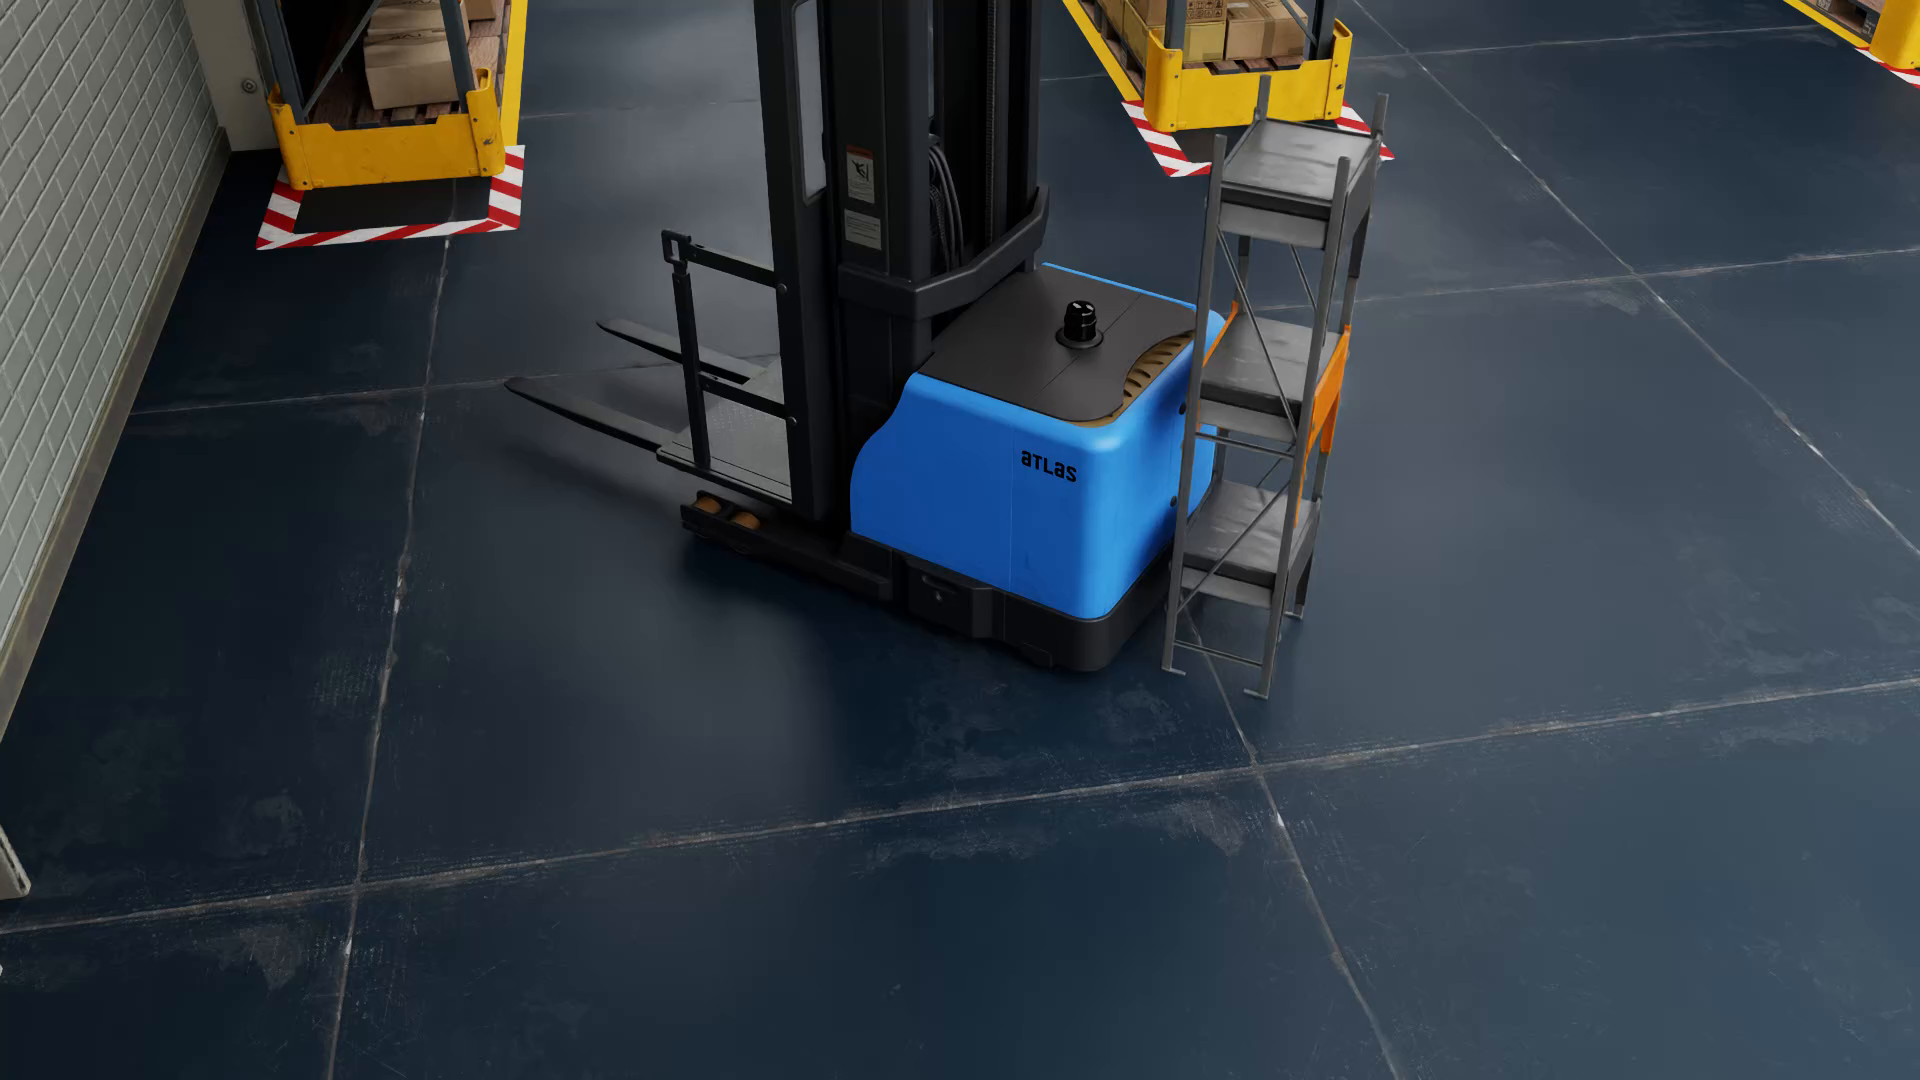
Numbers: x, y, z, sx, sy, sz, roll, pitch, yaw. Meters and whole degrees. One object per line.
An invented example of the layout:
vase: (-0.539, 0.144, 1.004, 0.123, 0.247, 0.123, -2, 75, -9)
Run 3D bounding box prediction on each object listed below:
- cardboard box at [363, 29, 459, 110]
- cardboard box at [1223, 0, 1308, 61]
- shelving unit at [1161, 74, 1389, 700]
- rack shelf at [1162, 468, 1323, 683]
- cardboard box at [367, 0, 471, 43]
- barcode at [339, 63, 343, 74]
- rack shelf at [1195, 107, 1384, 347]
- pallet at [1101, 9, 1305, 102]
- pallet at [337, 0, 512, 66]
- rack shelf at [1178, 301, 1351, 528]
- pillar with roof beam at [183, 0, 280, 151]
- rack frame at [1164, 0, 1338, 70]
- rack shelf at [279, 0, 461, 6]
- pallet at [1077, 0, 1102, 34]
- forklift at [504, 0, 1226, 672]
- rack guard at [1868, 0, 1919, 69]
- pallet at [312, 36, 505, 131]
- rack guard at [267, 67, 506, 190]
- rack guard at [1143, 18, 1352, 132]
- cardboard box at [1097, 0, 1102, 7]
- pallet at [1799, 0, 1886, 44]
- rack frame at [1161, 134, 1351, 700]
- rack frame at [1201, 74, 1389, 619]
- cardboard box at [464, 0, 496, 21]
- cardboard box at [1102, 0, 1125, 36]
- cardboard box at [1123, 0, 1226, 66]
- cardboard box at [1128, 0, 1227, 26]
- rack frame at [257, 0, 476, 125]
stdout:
cardboard box: (-3.207, -2.785, 9.722, 0.500, 0.311, 0.500, -10, 39, -13)
cardboard box: (1.827, -3.208, 10.333, 0.500, 0.250, 0.500, -6, 38, -8)
shelving unit: (1.025, -0.440, 5.605, 0.431, 2.100, 0.503, 15, 40, 19)
rack shelf: (1.026, 0.123, 6.043, 0.431, 0.518, 0.480, 15, 40, 19)
cardboard box: (-3.307, -3.129, 10.165, 0.500, 0.311, 0.500, -3, 38, -4)
barcode: (-3.604, -2.756, 9.678, 0.001, 0.075, 0.075, -6, 38, -8)
rack shelf: (1.025, -0.982, 5.183, 0.431, 0.518, 0.480, 15, 40, 19)
pallet: (1.527, -3.136, 10.615, 1.003, 0.211, 1.213, -6, 38, -8)
pallet: (-3.506, -3.420, 10.980, 1.003, 0.211, 1.213, -6, 38, -8)
rack shelf: (1.025, -0.429, 5.613, 0.431, 0.518, 0.480, 15, 40, 19)
pillar with roof beam: (0.090, -6.407, 7.662, 9.100, 9.000, 0.400, -6, 38, -8)
rack frame: (1.702, -3.780, 9.171, 1.000, 3.000, 0.127, -6, 38, -8)
rack shelf: (-3.525, -4.169, 10.258, 1.077, 0.370, 4.000, -6, 38, -8)
pallet: (1.316, -3.872, 11.561, 1.003, 0.211, 1.213, -6, 38, -8)
forklift: (-0.532, -1.356, 6.107, 3.031, 2.935, 1.130, 20, 42, 24)
rack guard: (6.520, -3.364, 10.673, 1.175, 0.500, 0.348, -6, 38, -8)
pallet: (-3.295, -2.684, 10.033, 1.003, 0.211, 1.213, -6, 38, -8)
rack guard: (-3.187, -2.304, 9.308, 1.175, 0.500, 0.348, -6, 38, -8)
rack guard: (1.706, -2.778, 9.919, 1.175, 0.500, 0.348, -6, 38, -8)
cardboard box: (1.128, -3.755, 11.037, 0.500, 0.250, 0.500, -6, 38, -8)
pallet: (6.383, -3.741, 11.394, 1.003, 0.211, 1.213, -6, 38, -8)
rack frame: (0.927, -0.303, 5.428, 0.400, 2.100, 0.015, 15, 40, 19)
rack frame: (1.123, -0.577, 5.781, 0.400, 2.100, 0.015, 15, 40, 19)
cardboard box: (-3.386, -3.652, 10.685, 0.700, 0.500, 0.500, -9, 39, -11)
cardboard box: (1.218, -3.453, 10.648, 0.500, 0.250, 0.500, -6, 38, -8)
cardboard box: (1.317, -3.152, 10.261, 0.500, 0.250, 0.500, -6, 38, -8)
cardboard box: (1.315, -3.448, 10.031, 0.500, 0.500, 0.500, -6, 38, -8)
rack frame: (-3.174, -3.245, 8.482, 1.000, 3.000, 0.127, -6, 38, -8)
